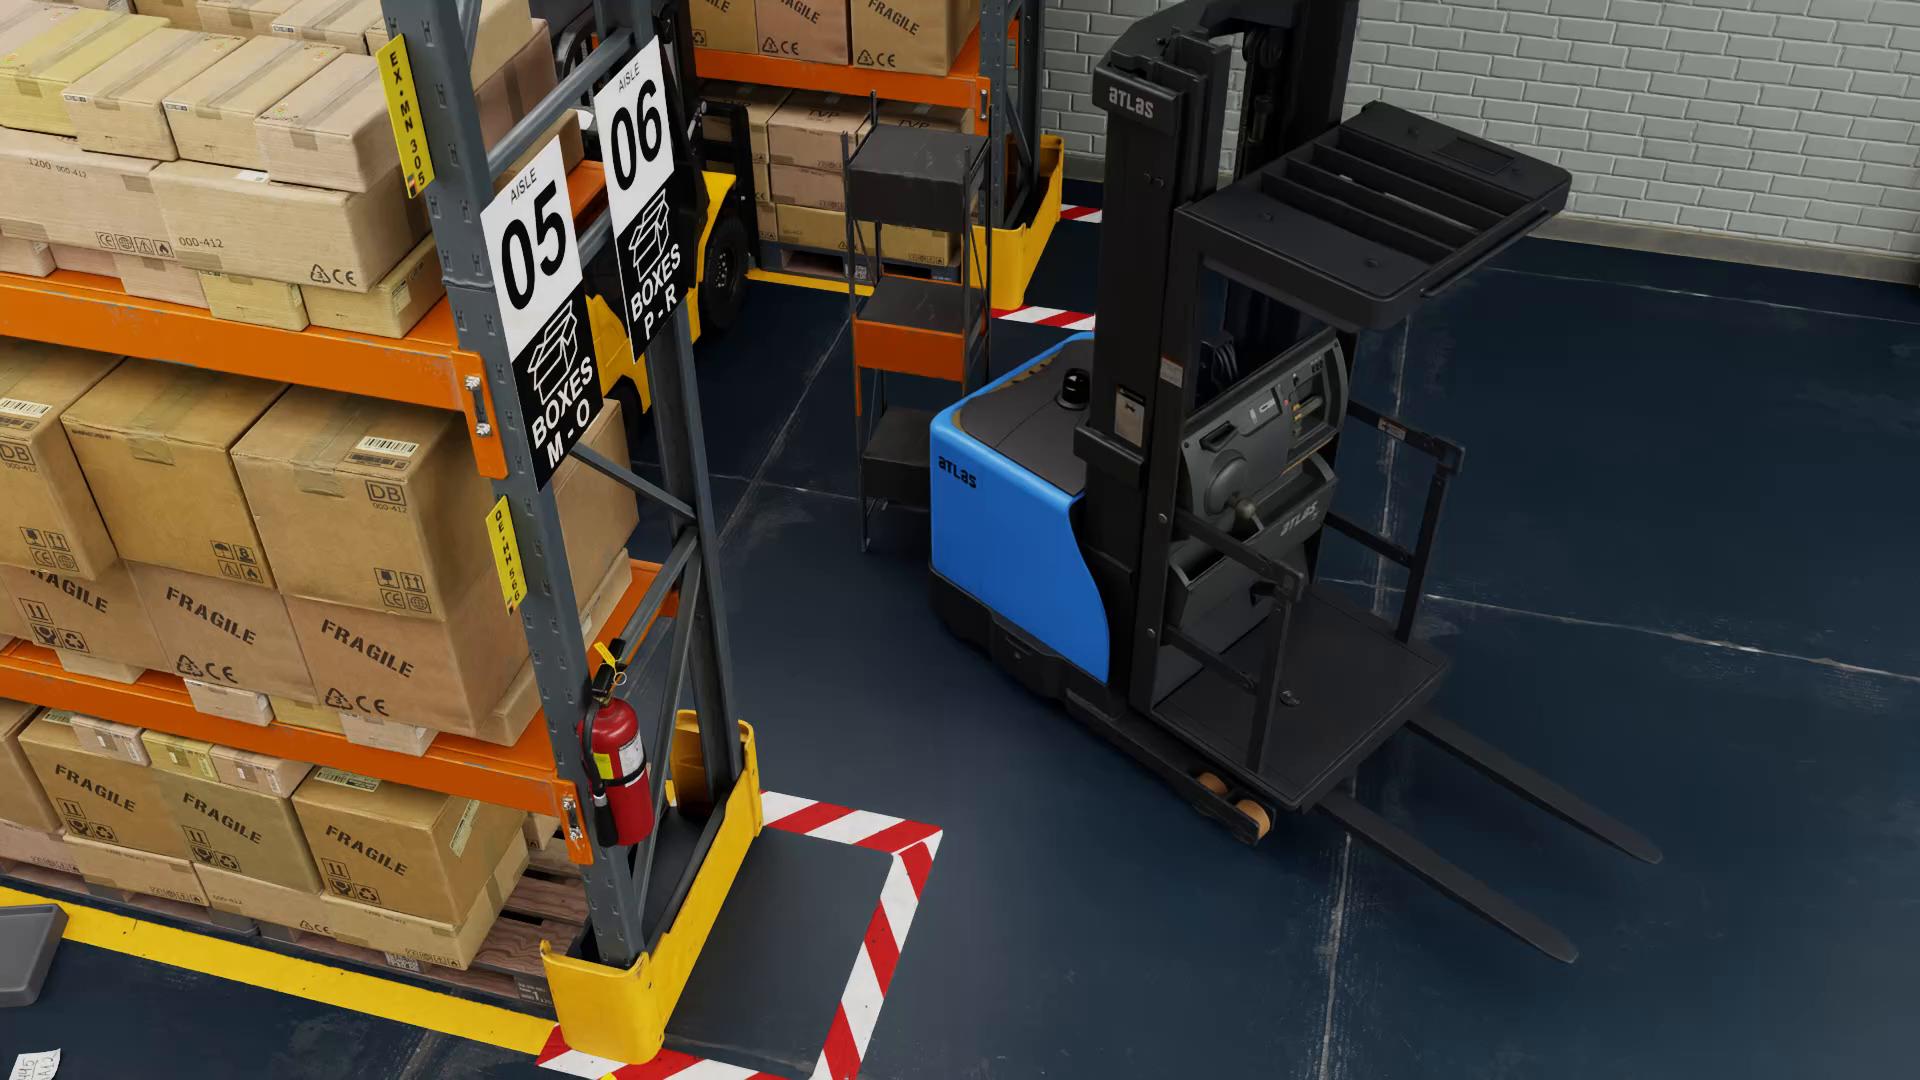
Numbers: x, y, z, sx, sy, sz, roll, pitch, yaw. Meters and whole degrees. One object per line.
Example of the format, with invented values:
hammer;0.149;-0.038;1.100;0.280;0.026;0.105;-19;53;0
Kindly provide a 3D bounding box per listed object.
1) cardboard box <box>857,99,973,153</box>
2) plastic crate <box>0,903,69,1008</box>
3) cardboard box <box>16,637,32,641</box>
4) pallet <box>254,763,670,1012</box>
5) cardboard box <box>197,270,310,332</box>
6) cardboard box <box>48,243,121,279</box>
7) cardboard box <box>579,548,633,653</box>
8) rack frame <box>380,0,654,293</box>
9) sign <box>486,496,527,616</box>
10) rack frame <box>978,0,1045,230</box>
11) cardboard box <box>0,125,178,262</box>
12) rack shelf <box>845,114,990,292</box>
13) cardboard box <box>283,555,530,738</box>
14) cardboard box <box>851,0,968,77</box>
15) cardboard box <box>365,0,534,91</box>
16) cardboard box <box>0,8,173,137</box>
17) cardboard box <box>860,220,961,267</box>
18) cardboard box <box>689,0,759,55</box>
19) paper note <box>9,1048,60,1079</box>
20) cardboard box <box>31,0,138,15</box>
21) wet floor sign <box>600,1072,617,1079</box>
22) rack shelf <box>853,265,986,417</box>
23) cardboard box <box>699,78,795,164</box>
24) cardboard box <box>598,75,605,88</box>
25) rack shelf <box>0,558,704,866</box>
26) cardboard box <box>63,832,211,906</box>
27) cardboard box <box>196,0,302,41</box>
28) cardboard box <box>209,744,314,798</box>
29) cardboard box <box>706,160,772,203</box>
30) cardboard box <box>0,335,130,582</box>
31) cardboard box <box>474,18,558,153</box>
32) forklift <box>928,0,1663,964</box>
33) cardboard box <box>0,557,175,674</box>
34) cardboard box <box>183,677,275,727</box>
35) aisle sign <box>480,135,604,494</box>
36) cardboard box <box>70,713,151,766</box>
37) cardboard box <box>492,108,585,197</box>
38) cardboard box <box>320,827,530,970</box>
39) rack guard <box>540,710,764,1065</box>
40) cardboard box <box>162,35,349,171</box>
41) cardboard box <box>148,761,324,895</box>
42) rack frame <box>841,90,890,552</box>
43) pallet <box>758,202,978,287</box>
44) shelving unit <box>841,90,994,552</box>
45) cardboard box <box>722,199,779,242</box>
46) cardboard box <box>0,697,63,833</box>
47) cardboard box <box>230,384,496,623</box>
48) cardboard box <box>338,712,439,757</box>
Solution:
cardboard box;-0.239;-2.192;9.087;0.500;0.250;0.500;11;41;13
plastic crate;-3.552;1.489;5.939;0.583;0.080;0.402;-3;40;-4
cardboard box;-2.881;0.166;5.440;0.250;0.149;0.380;10;41;11
pallet;-1.842;1.164;6.225;1.213;0.211;1.003;10;41;11
cardboard box;-1.659;-0.693;4.131;0.250;0.149;0.380;10;41;12
cardboard box;-2.134;-0.842;4.308;0.250;0.149;0.380;10;41;12
cardboard box;-1.268;0.177;5.427;0.250;0.149;0.380;10;41;12
rack frame;-0.993;-2.032;3.197;0.127;3.000;1.000;10;41;11
sign;-1.156;0.043;4.245;0.005;0.325;0.100;10;41;11
rack frame;0.286;-2.819;8.799;0.127;3.000;1.000;10;41;11
cardboard box;-2.039;-0.950;4.126;0.500;0.250;0.500;9;41;11
rack shelf;-0.160;-1.357;6.691;0.480;0.518;0.431;10;41;11
cardboard box;-1.589;0.194;4.902;0.500;0.500;0.500;9;41;11
cardboard box;-0.257;-2.776;8.670;0.500;0.500;0.500;9;41;10
cardboard box;-1.284;-1.278;4.207;0.250;0.149;0.380;10;41;11
cardboard box;-2.118;-1.137;4.039;0.250;0.149;0.380;10;41;12
cardboard box;-0.249;-1.809;9.407;0.500;0.250;0.500;10;41;12
cardboard box;-1.251;-2.953;8.880;0.500;0.500;0.500;9;41;11
paper note;-3.132;1.790;5.620;0.148;0.019;0.142;-3;40;-4
cardboard box;-2.244;-1.460;4.423;0.250;0.149;0.380;10;41;11
wet floor sign;-1.086;1.863;5.054;0.232;0.644;0.267;24;46;26
rack shelf;-0.160;-0.821;7.141;0.480;0.518;0.431;10;41;11
cardboard box;-1.224;-2.351;9.276;0.500;0.250;0.500;10;41;12
cardboard box;-2.216;-2.532;9.492;0.500;0.250;0.500;11;41;13
rack shelf;-2.925;0.209;5.753;4.000;0.370;1.077;10;41;11
cardboard box;-2.849;1.016;6.044;0.500;0.250;0.500;8;41;10
cardboard box;-1.757;-1.390;4.340;0.250;0.149;0.380;10;41;11
cardboard box;-2.206;0.632;5.414;0.250;0.149;0.380;11;41;13
cardboard box;-1.250;-2.168;9.446;0.500;0.250;0.500;9;41;10
cardboard box;-2.549;-0.329;4.747;0.500;0.500;0.700;9;41;11
cardboard box;-1.410;-1.189;4.411;0.500;0.250;0.500;9;41;11
forklift;1.259;-0.340;5.900;3.031;2.935;1.130;33;50;33
cardboard box;-2.553;0.023;5.106;0.500;0.500;0.500;10;41;11
cardboard box;-2.182;0.379;5.186;0.250;0.149;0.380;10;41;12
aisle sign;-1.008;-0.540;4.063;0.004;0.787;0.394;10;41;11
cardboard box;-2.702;0.543;5.520;0.250;0.149;0.380;11;41;13
cardboard box;-1.230;-1.044;4.548;0.250;0.149;0.380;10;41;11
cardboard box;-1.867;1.186;5.841;0.500;0.250;0.500;10;41;11
rack guard;-1.066;1.210;5.945;0.348;0.500;1.175;10;41;11
cardboard box;-1.635;-1.032;3.914;0.250;0.149;0.380;10;41;12
cardboard box;-2.339;0.815;5.701;0.500;0.500;0.500;11;41;13
rack frame;-0.396;-0.872;7.180;0.015;2.100;0.400;10;41;11
pallet;-0.463;-1.852;9.816;1.213;0.211;1.003;10;41;11
shelving unit;-0.160;-0.832;7.132;0.503;2.100;0.431;10;41;11
cardboard box;-1.208;-1.986;9.618;0.500;0.250;0.500;10;41;12
cardboard box;-3.336;0.640;5.908;0.500;0.500;0.500;12;41;14
cardboard box;-1.543;-0.219;4.616;0.500;0.500;0.700;9;41;10
cardboard box;-1.683;0.459;5.091;0.250;0.149;0.380;9;41;11
